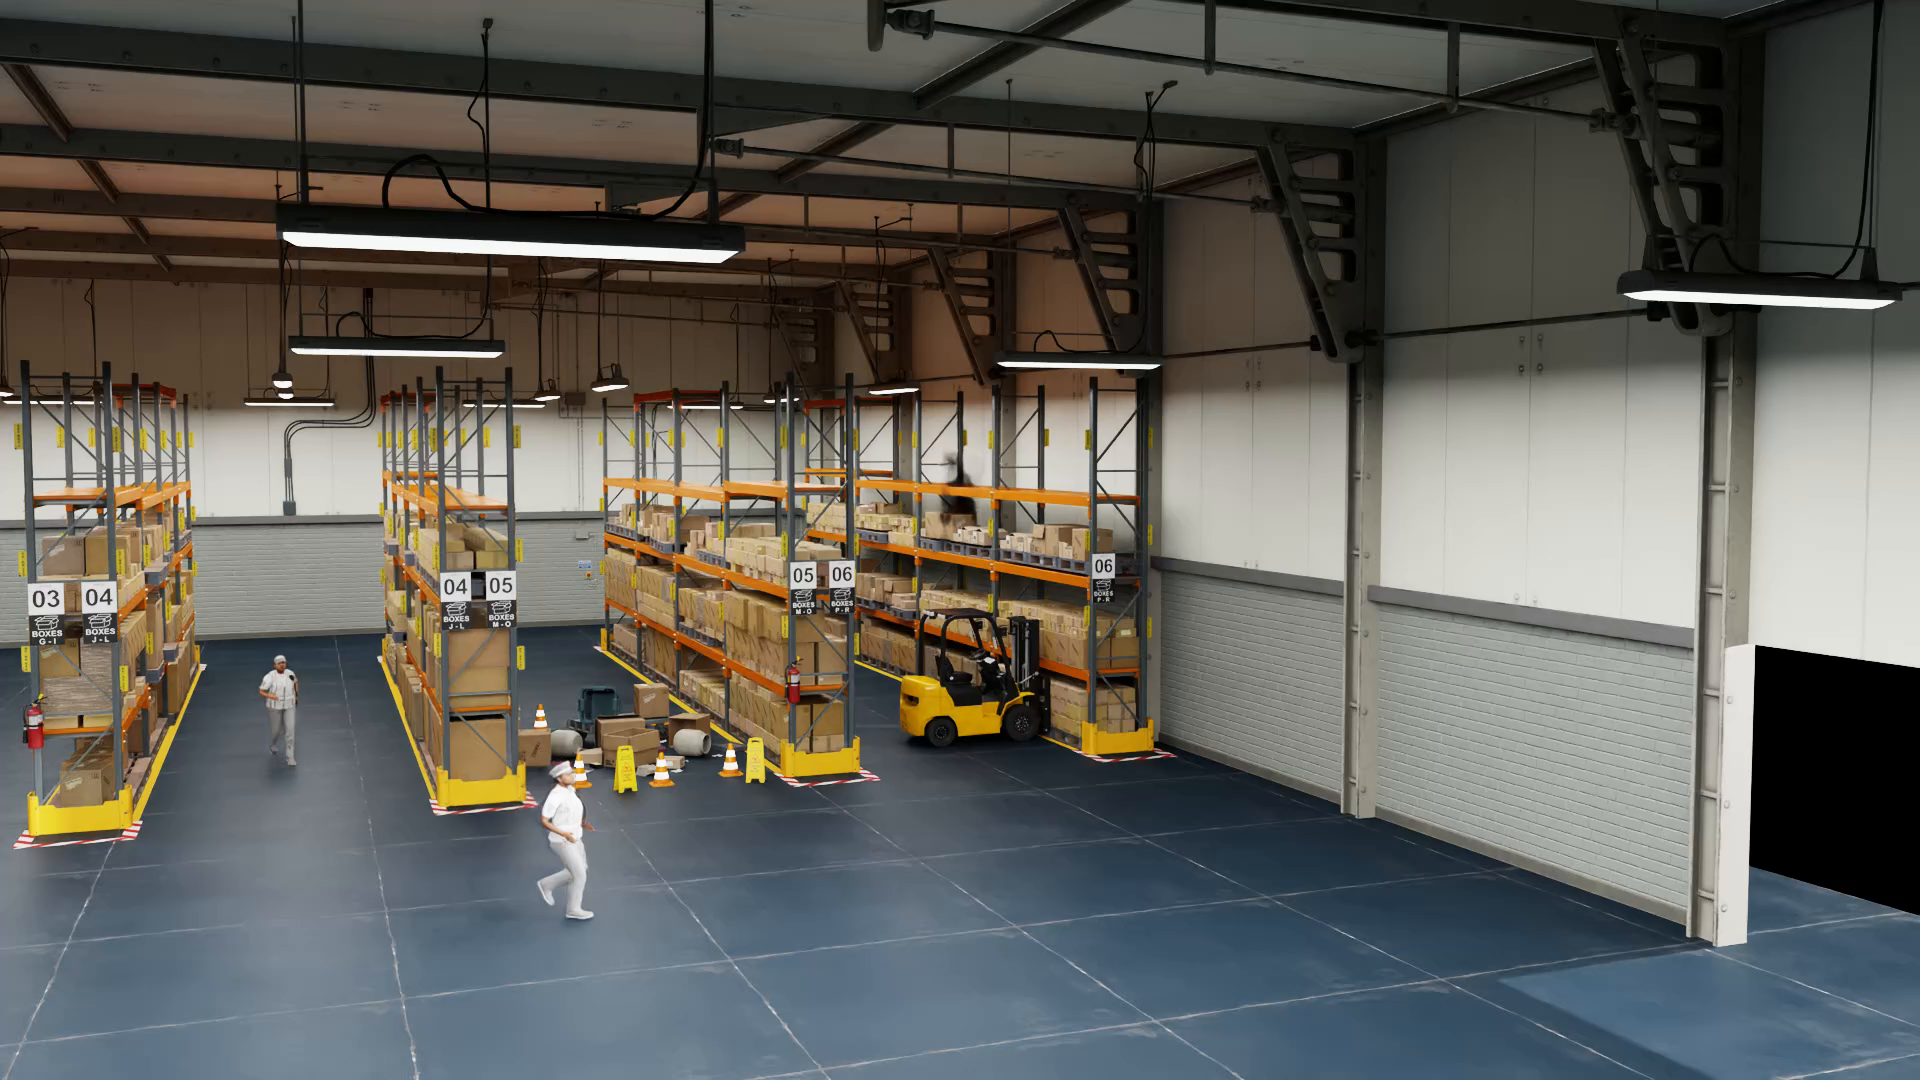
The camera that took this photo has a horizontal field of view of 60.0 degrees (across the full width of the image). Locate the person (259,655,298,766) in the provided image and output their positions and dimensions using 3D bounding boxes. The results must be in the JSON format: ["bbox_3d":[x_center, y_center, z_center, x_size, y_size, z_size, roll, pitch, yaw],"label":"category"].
[{"bbox_3d":[-10.539,2.617,25.799,0.613,1.666,0.930,-2,4,-34],"label":"person"}]

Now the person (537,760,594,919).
[{"bbox_3d":[-4.164,3.125,17.396,0.622,1.654,0.579,1,4,12],"label":"person"}]
